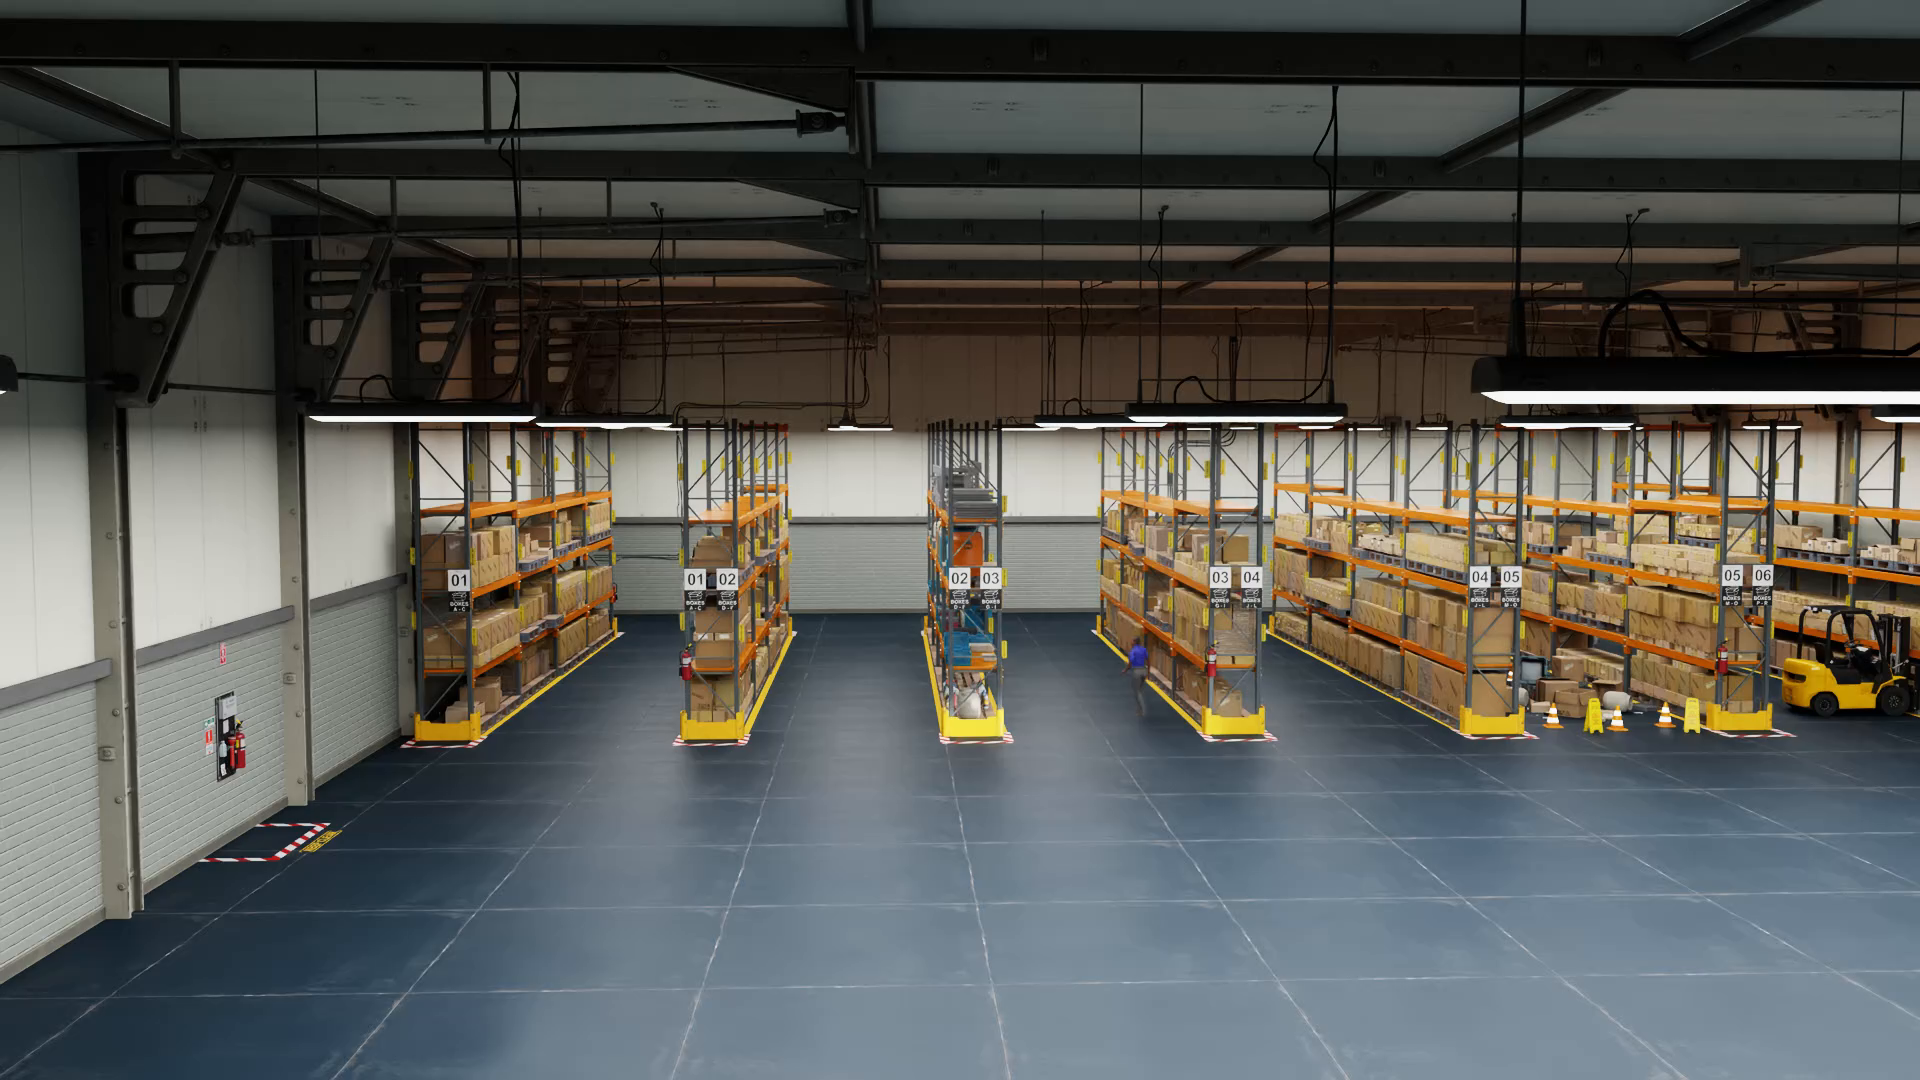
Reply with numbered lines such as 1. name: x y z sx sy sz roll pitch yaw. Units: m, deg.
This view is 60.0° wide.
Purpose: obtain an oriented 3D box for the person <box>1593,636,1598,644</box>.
1. person: 17.094 1.963 45.032 0.610 1.818 0.603 -1 4 -22

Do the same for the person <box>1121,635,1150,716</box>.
1. person: 3.614 2.785 33.864 0.551 1.713 0.597 -3 5 -37

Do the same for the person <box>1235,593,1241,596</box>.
1. person: 7.826 1.958 45.900 0.501 1.716 0.985 0 4 0
